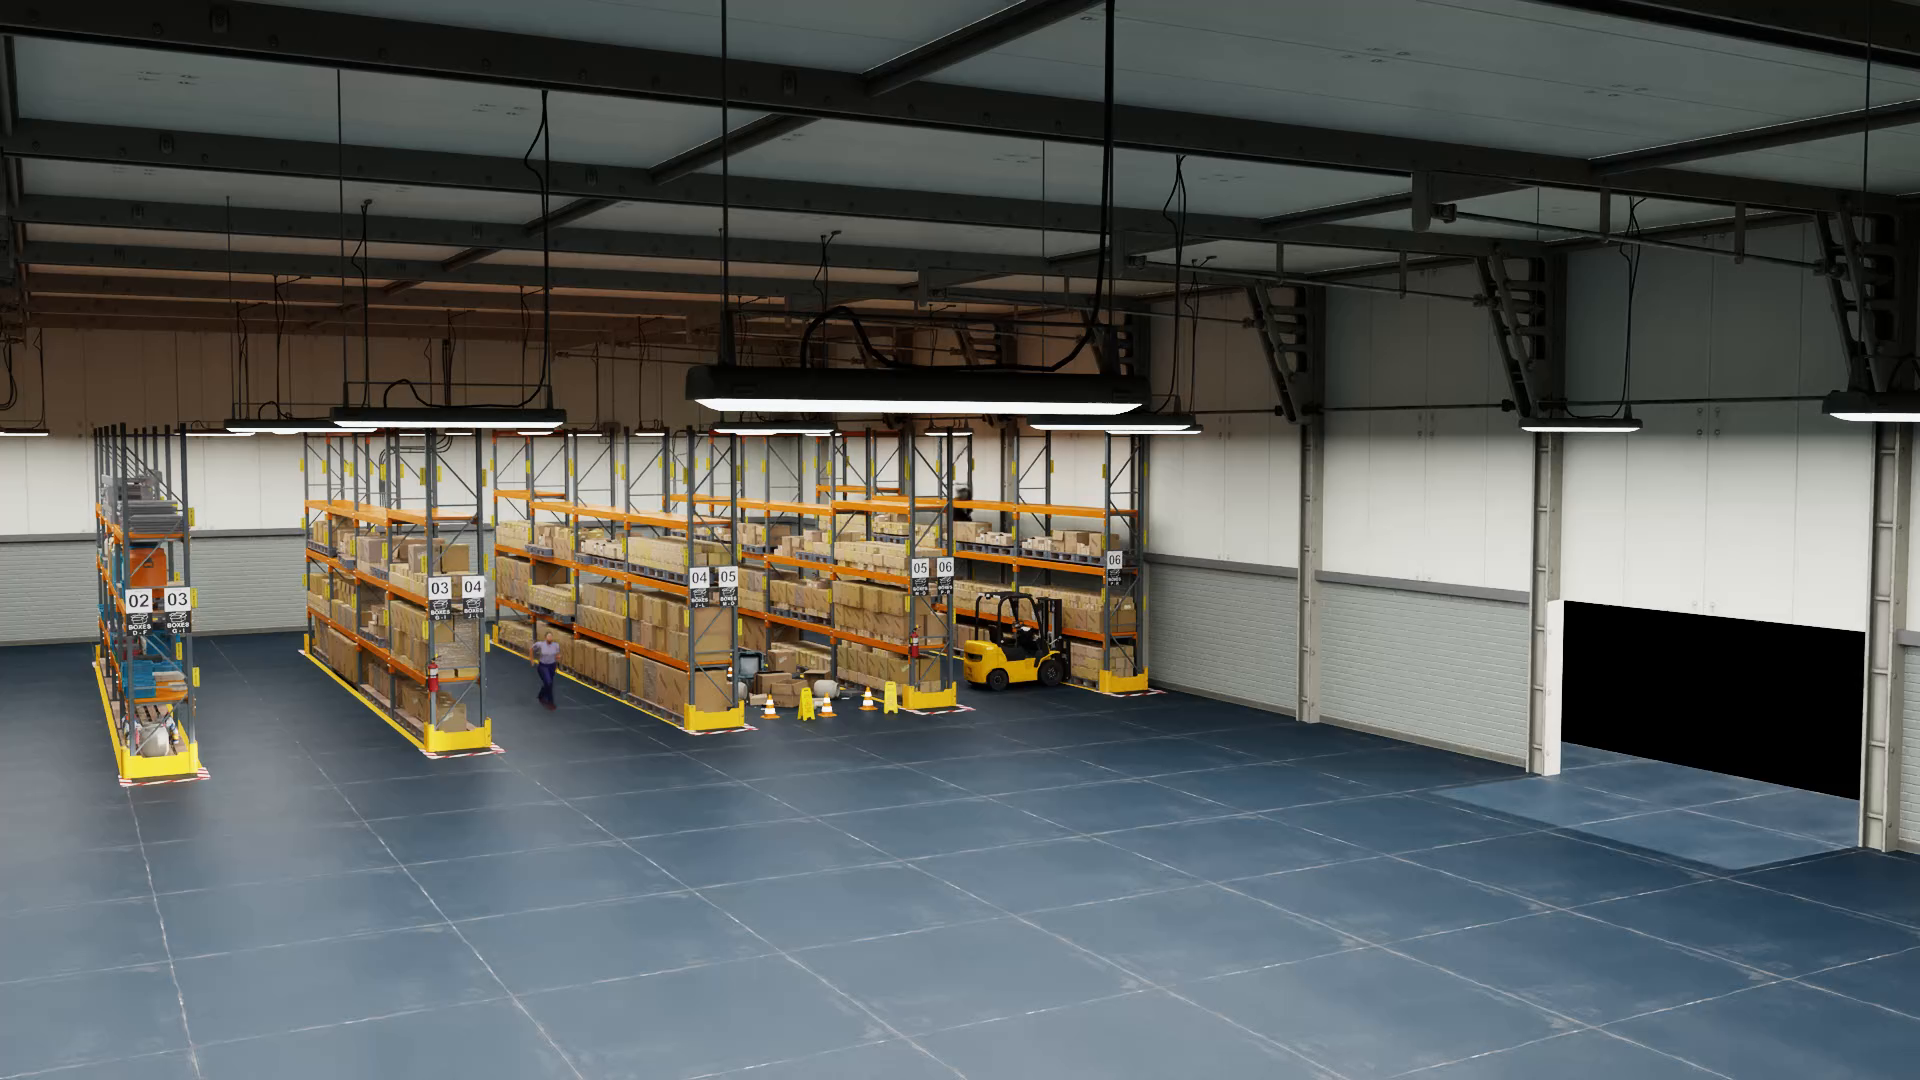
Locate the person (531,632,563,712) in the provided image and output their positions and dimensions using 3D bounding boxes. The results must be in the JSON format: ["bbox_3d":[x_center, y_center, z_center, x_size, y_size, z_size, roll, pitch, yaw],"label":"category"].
[{"bbox_3d":[-8.761,2.772,35.345,0.627,1.683,0.946,-3,4,-37],"label":"person"}]

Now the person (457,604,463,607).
[{"bbox_3d":[-13.991,2.000,46.710,0.688,1.767,0.780,1,4,19],"label":"person"}]
